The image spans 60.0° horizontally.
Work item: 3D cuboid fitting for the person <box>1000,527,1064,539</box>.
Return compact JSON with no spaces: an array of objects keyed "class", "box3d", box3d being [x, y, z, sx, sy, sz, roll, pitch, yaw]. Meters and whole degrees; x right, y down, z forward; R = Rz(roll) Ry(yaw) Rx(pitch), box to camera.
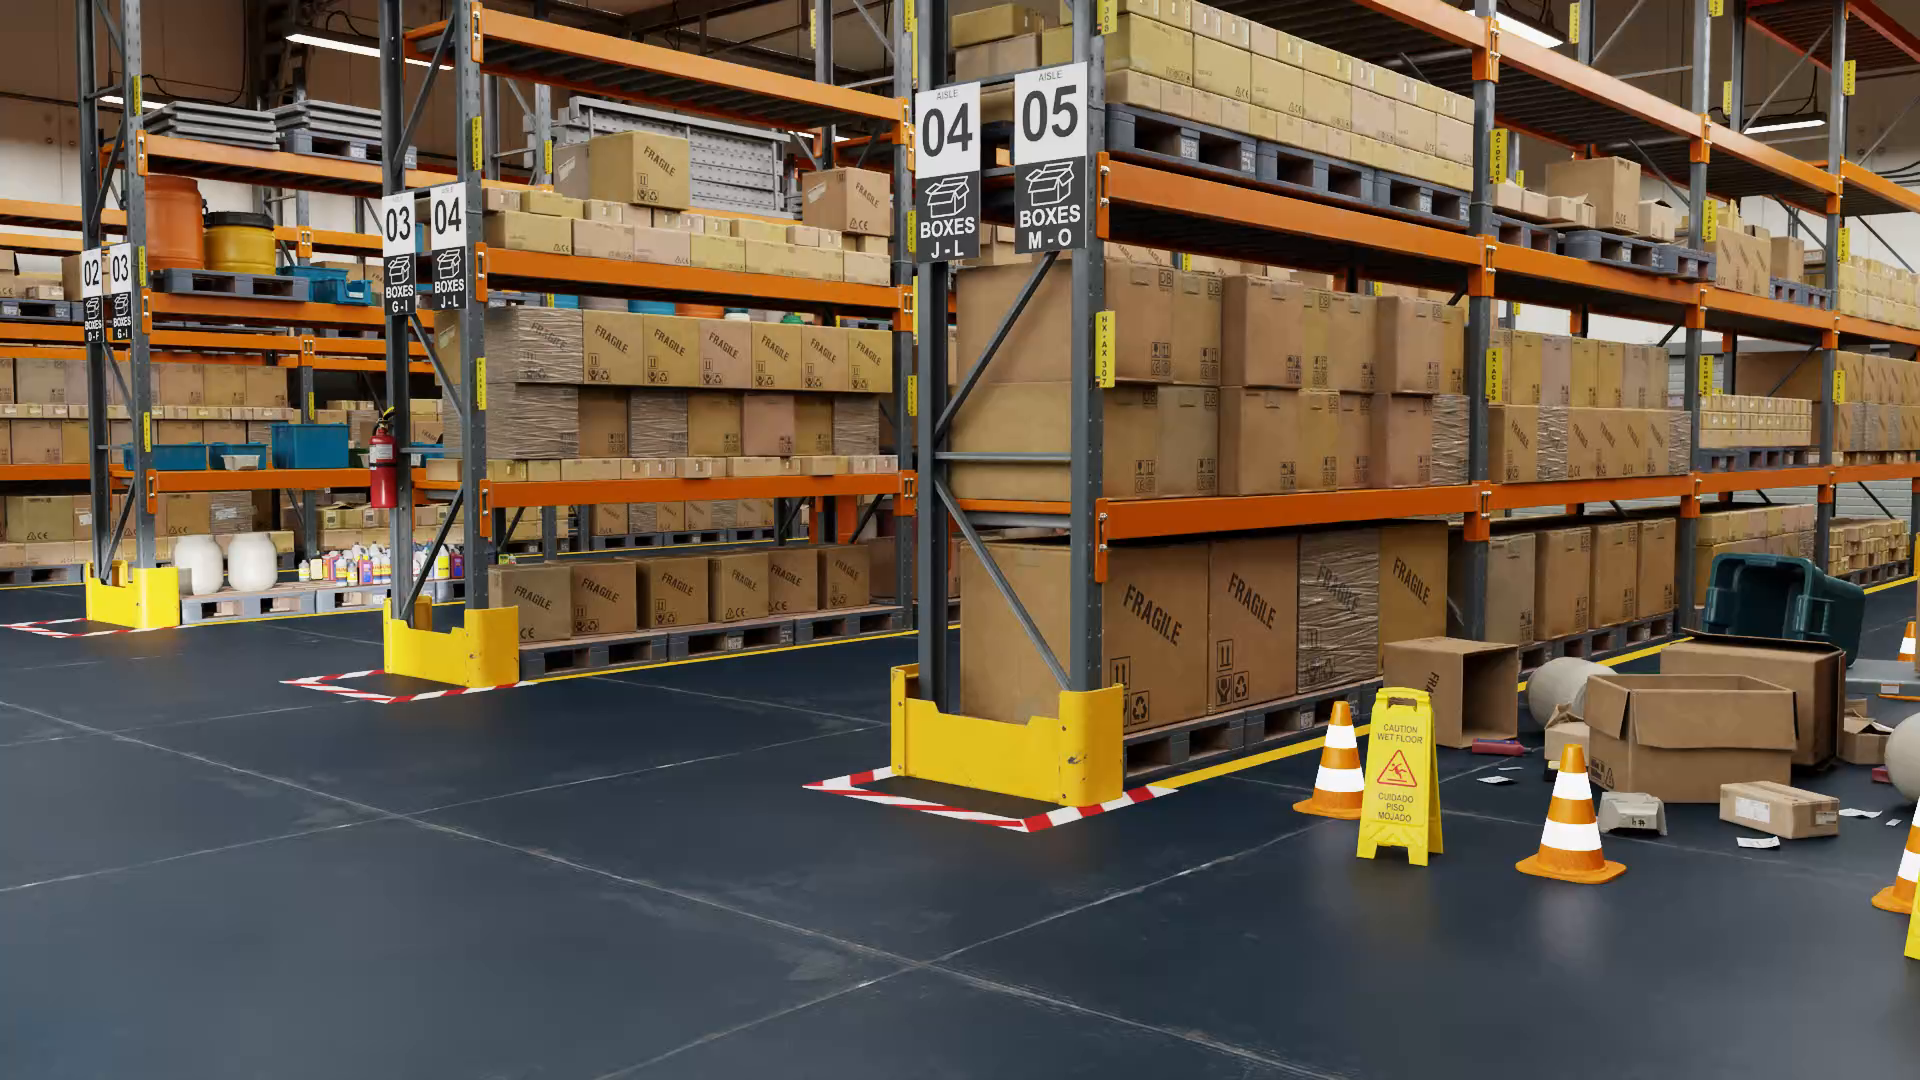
[{"class":"person","box3d":[0.571,-0.094,13.375,0.598,1.725,0.396,2,4,34]}]
